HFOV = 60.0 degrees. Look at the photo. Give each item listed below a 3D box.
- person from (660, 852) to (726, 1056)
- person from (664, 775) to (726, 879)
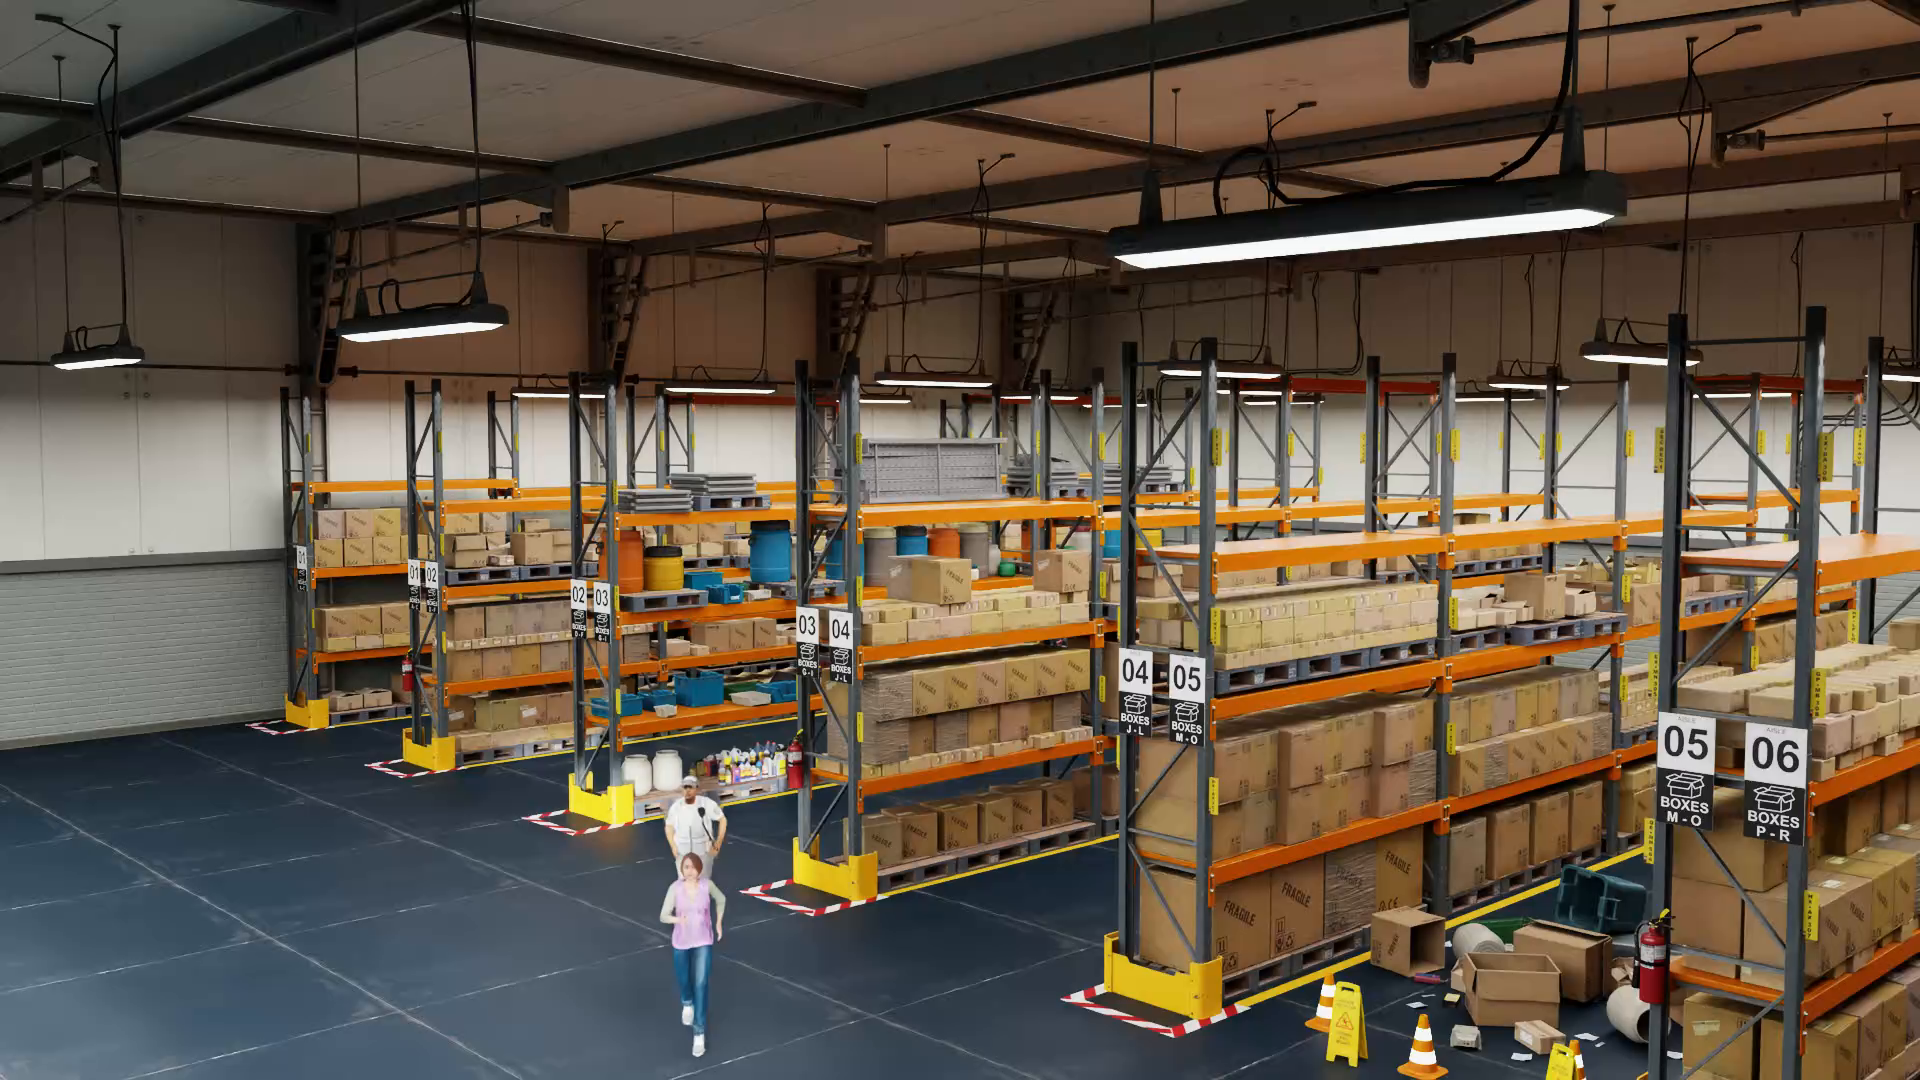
[{"bbox_3d":[-2.264,3.446,14.099,0.530,1.589,0.863,0,4,-3],"label":"person"},{"bbox_3d":[-2.759,3.254,17.327,0.634,1.638,0.580,0,4,0],"label":"person"}]
